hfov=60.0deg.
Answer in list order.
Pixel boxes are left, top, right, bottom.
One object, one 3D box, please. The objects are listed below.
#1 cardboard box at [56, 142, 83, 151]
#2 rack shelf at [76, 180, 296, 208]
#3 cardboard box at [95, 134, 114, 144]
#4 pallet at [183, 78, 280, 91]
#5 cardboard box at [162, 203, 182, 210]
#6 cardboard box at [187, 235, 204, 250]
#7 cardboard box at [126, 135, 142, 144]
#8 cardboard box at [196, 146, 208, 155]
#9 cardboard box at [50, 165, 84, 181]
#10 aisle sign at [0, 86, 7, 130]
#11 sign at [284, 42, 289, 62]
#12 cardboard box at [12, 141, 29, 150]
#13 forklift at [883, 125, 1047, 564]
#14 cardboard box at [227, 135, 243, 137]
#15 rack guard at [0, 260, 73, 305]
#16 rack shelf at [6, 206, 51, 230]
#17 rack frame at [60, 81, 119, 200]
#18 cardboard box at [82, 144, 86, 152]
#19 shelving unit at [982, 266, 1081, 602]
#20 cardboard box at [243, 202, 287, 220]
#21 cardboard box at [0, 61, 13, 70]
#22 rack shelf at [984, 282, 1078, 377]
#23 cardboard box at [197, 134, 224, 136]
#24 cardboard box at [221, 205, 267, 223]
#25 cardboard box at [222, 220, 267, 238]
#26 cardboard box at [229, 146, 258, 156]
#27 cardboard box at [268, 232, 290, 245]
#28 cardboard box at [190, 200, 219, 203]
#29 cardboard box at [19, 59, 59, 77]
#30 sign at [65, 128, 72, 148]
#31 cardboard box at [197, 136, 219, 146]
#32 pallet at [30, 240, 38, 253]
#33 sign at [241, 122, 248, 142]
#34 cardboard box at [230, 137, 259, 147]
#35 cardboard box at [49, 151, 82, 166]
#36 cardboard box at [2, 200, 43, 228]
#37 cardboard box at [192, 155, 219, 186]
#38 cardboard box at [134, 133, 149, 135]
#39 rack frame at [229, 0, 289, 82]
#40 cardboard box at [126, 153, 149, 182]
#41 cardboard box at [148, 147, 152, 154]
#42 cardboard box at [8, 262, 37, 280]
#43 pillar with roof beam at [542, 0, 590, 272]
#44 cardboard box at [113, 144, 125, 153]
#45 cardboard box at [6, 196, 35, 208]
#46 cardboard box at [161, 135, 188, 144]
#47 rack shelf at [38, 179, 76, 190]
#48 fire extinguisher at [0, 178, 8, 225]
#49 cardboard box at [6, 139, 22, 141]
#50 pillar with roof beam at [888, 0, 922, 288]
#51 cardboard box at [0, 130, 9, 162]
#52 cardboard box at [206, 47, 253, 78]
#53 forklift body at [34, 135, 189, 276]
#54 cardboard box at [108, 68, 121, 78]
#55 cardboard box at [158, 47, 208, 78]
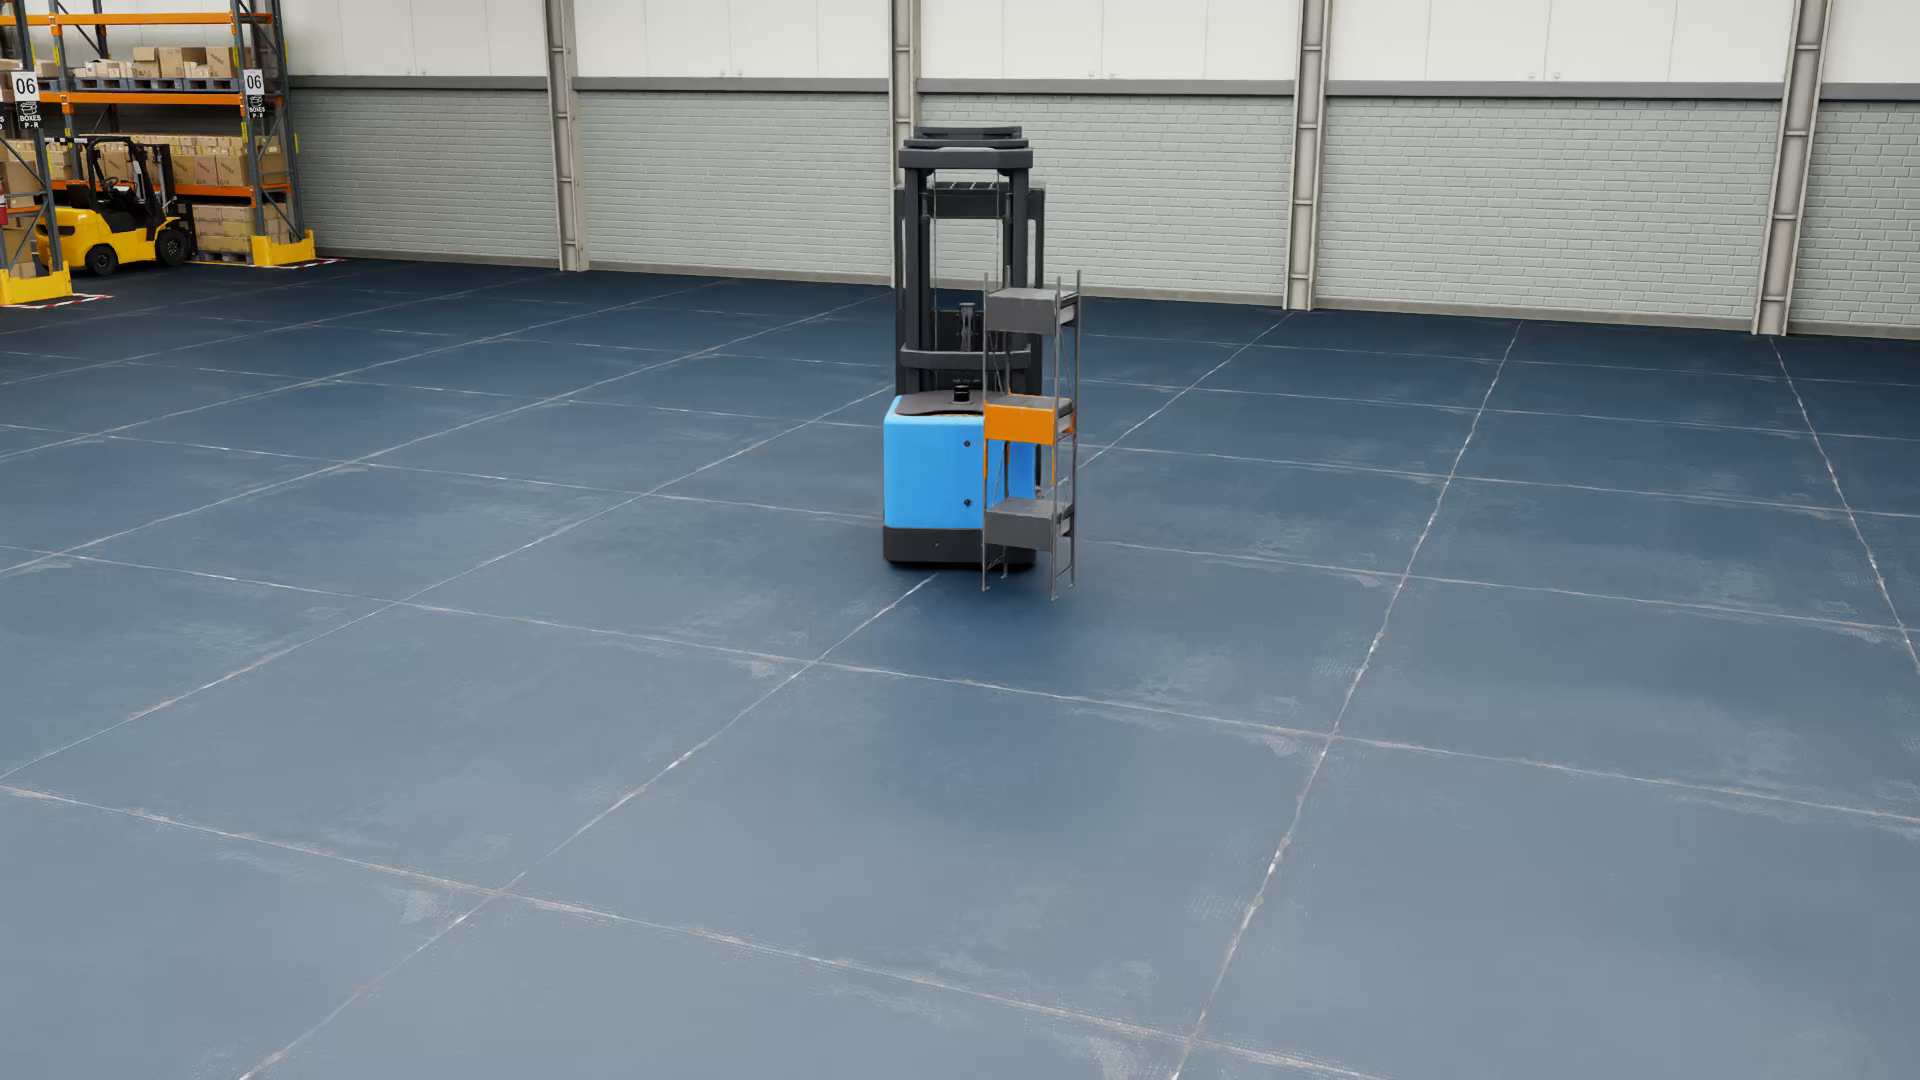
[{"bbox_3d":[-15.781,-6.983,29.505,0.250,0.149,0.380,7,18,23],"label":"cardboard box"},{"bbox_3d":[-13.522,-6.096,29.083,4.000,0.370,1.077,6,17,21],"label":"rack shelf"},{"bbox_3d":[-14.911,-7.040,29.168,0.250,0.149,0.380,7,17,21],"label":"cardboard box"},{"bbox_3d":[-12.309,-7.714,28.144,1.213,0.211,1.003,6,17,21],"label":"pallet"},{"bbox_3d":[-13.623,-5.718,28.876,0.500,0.250,0.500,6,17,20],"label":"cardboard box"},{"bbox_3d":[-13.135,-5.191,28.854,0.500,0.250,0.500,6,17,21],"label":"cardboard box"},{"bbox_3d":[-14.224,-6.940,28.821,0.250,0.149,0.380,6,17,20],"label":"cardboard box"},{"bbox_3d":[-12.780,-6.649,28.352,0.250,0.149,0.380,6,17,20],"label":"cardboard box"},{"bbox_3d":[-15.947,-6.558,29.652,0.500,0.250,0.500,7,17,22],"label":"cardboard box"},{"bbox_3d":[-13.528,-6.116,23.199,0.004,0.787,0.394,6,17,21],"label":"aisle sign"},{"bbox_3d":[-11.452,-8.279,28.220,0.005,0.325,0.100,6,17,21],"label":"sign"},{"bbox_3d":[-16.750,-7.079,29.836,0.250,0.149,0.380,6,17,19],"label":"cardboard box"},{"bbox_3d":[0.083,-1.606,12.448,1.130,2.935,3.031,1,16,3],"label":"forklift"},{"bbox_3d":[-12.377,-6.888,28.644,0.250,0.149,0.380,7,17,22],"label":"cardboard box"},{"bbox_3d":[-13.550,-3.757,24.217,0.348,0.500,1.175,6,17,21],"label":"rack guard"},{"bbox_3d":[-15.339,-4.809,24.647,4.000,0.370,1.077,6,17,21],"label":"rack shelf"},{"bbox_3d":[-15.382,-6.646,29.687,0.127,3.000,1.000,6,17,21],"label":"rack frame"},{"bbox_3d":[-15.182,-6.905,29.236,0.250,0.149,0.380,6,17,20],"label":"cardboard box"},{"bbox_3d":[0.458,-0.688,10.778,0.503,2.100,0.431,7,18,23],"label":"shelving unit"},{"bbox_3d":[-12.039,-5.697,28.802,0.500,0.250,0.500,6,17,20],"label":"cardboard box"},{"bbox_3d":[-13.735,-6.741,23.655,0.250,0.149,0.380,6,17,20],"label":"cardboard box"},{"bbox_3d":[0.458,-1.347,10.586,0.480,0.518,0.431,7,18,23],"label":"rack shelf"},{"bbox_3d":[-13.064,-6.990,28.996,0.250,0.149,0.380,6,17,19],"label":"cardboard box"},{"bbox_3d":[-12.204,-5.565,28.347,0.500,0.250,0.500,7,18,22],"label":"cardboard box"},{"bbox_3d":[-12.229,-5.327,28.425,0.500,0.250,0.500,6,17,20],"label":"cardboard box"},{"bbox_3d":[-12.086,-6.559,28.045,0.250,0.149,0.380,7,17,21],"label":"cardboard box"},{"bbox_3d":[-12.046,-5.219,28.950,0.500,0.250,0.500,6,17,21],"label":"cardboard box"},{"bbox_3d":[-13.440,-5.855,29.347,0.500,0.250,0.500,6,17,20],"label":"cardboard box"},{"bbox_3d":[-16.145,-8.305,29.246,0.500,0.311,0.500,6,17,19],"label":"cardboard box"},{"bbox_3d":[-15.572,-7.023,29.049,0.005,0.325,0.100,6,17,21],"label":"sign"},{"bbox_3d":[-12.770,-6.803,28.351,0.250,0.149,0.380,6,17,21],"label":"cardboard box"},{"bbox_3d":[-16.082,-5.372,30.301,1.213,0.211,1.003,6,17,21],"label":"pallet"},{"bbox_3d":[-11.873,-6.768,27.604,0.005,0.325,0.100,6,17,21],"label":"sign"},{"bbox_3d":[-12.072,-6.722,28.070,0.250,0.149,0.380,6,17,21],"label":"cardboard box"},{"bbox_3d":[-15.933,-6.798,29.583,0.500,0.250,0.500,6,17,19],"label":"cardboard box"},{"bbox_3d":[-17.291,-5.916,30.677,0.625,0.625,0.875,6,17,18],"label":"cardboard box"},{"bbox_3d":[-12.695,-6.323,28.394,0.500,0.500,0.500,7,18,22],"label":"cardboard box"},{"bbox_3d":[-14.505,-7.134,29.492,0.250,0.149,0.380,6,17,20],"label":"cardboard box"},{"bbox_3d":[-11.661,-9.118,27.441,0.127,3.000,1.000,6,17,21],"label":"rack frame"},{"bbox_3d":[-14.103,-6.481,28.938,0.500,0.500,0.500,6,17,20],"label":"cardboard box"},{"bbox_3d":[-13.751,-6.742,28.673,0.250,0.149,0.380,6,17,19],"label":"cardboard box"},{"bbox_3d":[-14.128,-3.985,24.698,0.500,0.250,0.500,6,17,20],"label":"cardboard box"},{"bbox_3d":[-7.976,-7.693,22.532,0.400,9.000,9.100,6,17,21],"label":"pillar with roof beam"},{"bbox_3d":[-14.486,-6.815,28.926,0.250,0.149,0.380,7,17,22],"label":"cardboard box"},{"bbox_3d":[-13.719,-4.917,24.182,0.250,0.149,0.380,6,17,21],"label":"cardboard box"},{"bbox_3d":[-13.501,-6.877,28.605,0.250,0.149,0.380,7,17,21],"label":"cardboard box"},{"bbox_3d":[-17.243,-6.505,30.492,4.000,0.370,1.077,6,17,21],"label":"rack shelf"},{"bbox_3d":[-13.542,-4.781,23.401,0.183,0.674,0.296,6,17,21],"label":"fire extinguisher"},{"bbox_3d":[-17.291,-7.282,30.535,0.250,0.149,0.380,7,18,22],"label":"cardboard box"},{"bbox_3d":[-2.395,-7.079,20.418,0.400,9.000,9.100,6,17,21],"label":"pillar with roof beam"},{"bbox_3d":[-14.034,-5.616,23.632,0.500,0.500,0.700,6,17,19],"label":"cardboard box"},{"bbox_3d":[-12.162,-7.957,27.712,0.500,0.500,0.500,7,18,22],"label":"cardboard box"},{"bbox_3d":[-14.095,-5.550,27.435,1.214,2.155,2.313,6,17,21],"label":"forklift body"},{"bbox_3d":[-14.361,-8.013,28.531,0.250,0.149,0.380,7,18,22],"label":"cardboard box"},{"bbox_3d":[-13.078,-8.088,28.162,0.500,0.500,0.700,6,17,21],"label":"cardboard box"}]
